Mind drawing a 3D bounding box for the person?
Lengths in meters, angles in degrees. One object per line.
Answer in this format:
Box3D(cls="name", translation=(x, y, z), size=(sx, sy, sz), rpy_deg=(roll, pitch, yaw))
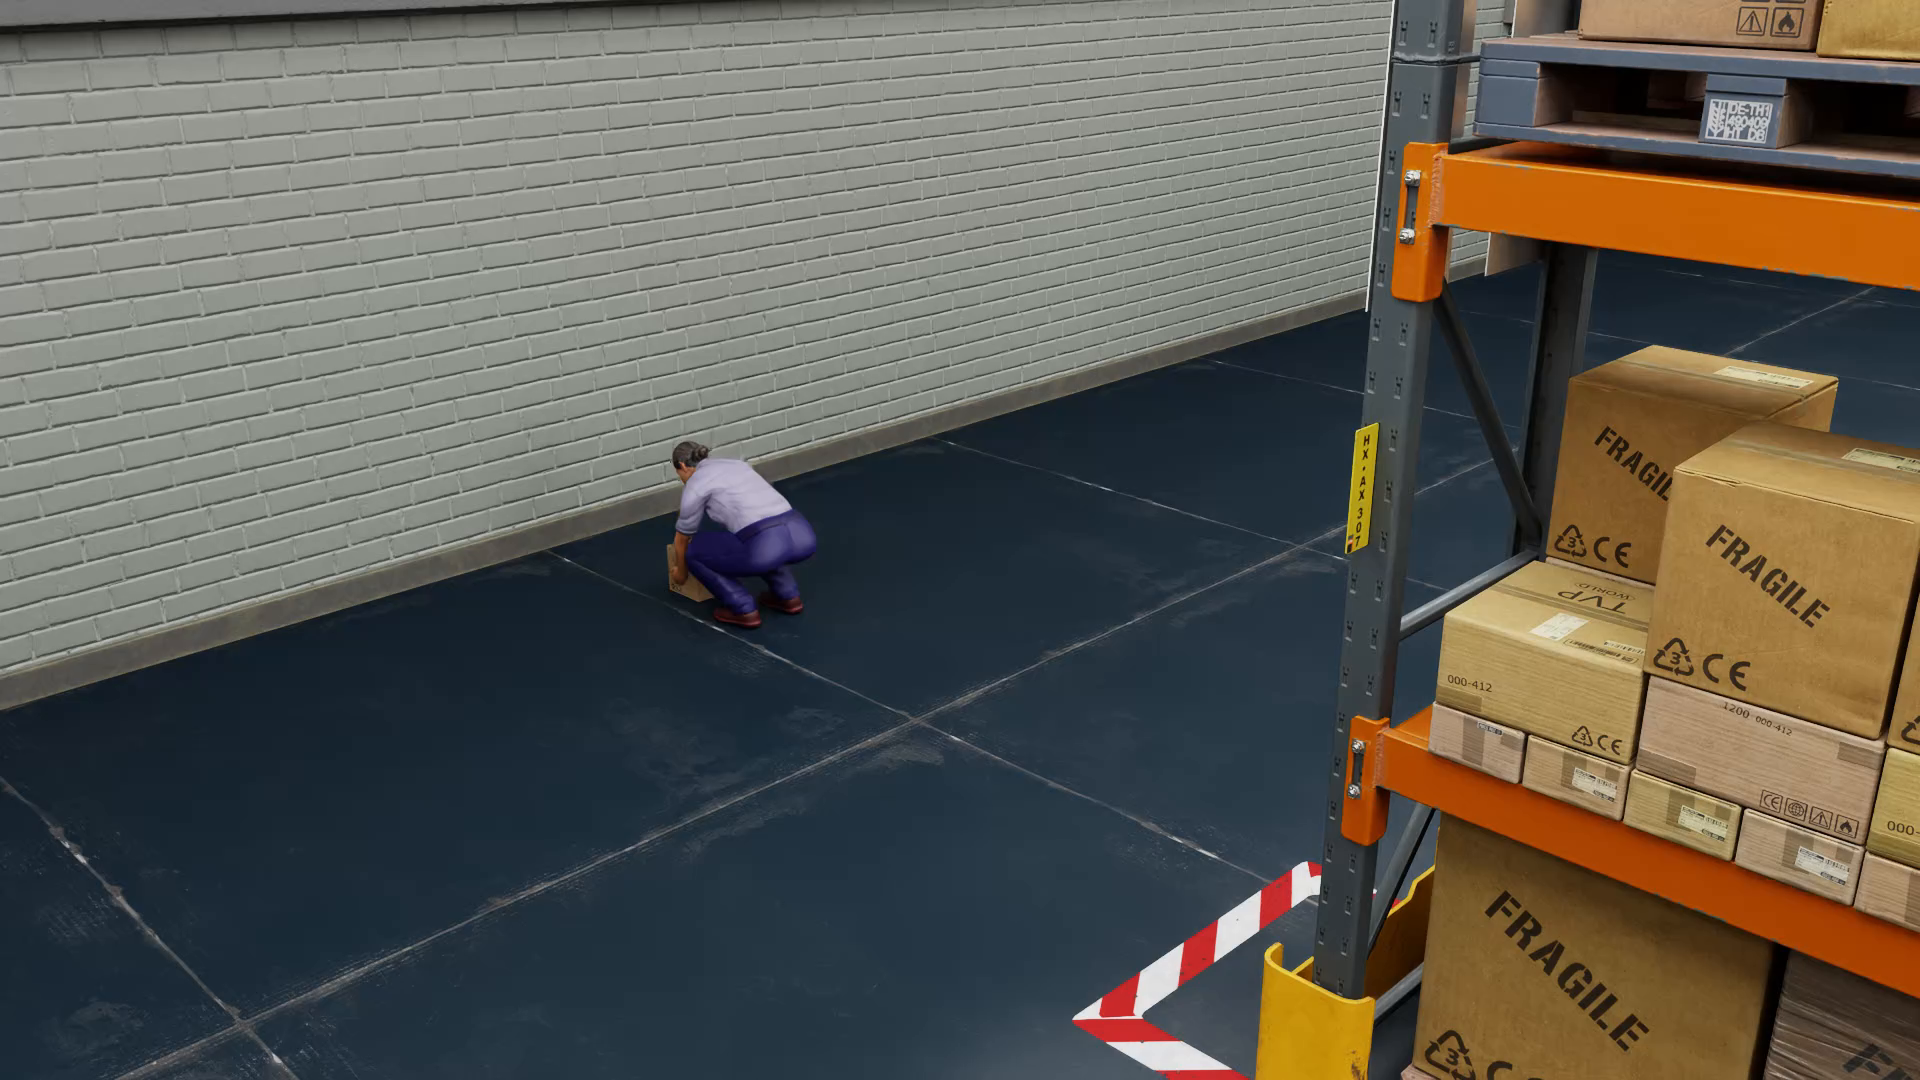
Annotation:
Box3D(cls="person", translation=(-1.109, -0.040, 8.358), size=(0.824, 0.843, 0.523), rpy_deg=(19, 28, 41))
